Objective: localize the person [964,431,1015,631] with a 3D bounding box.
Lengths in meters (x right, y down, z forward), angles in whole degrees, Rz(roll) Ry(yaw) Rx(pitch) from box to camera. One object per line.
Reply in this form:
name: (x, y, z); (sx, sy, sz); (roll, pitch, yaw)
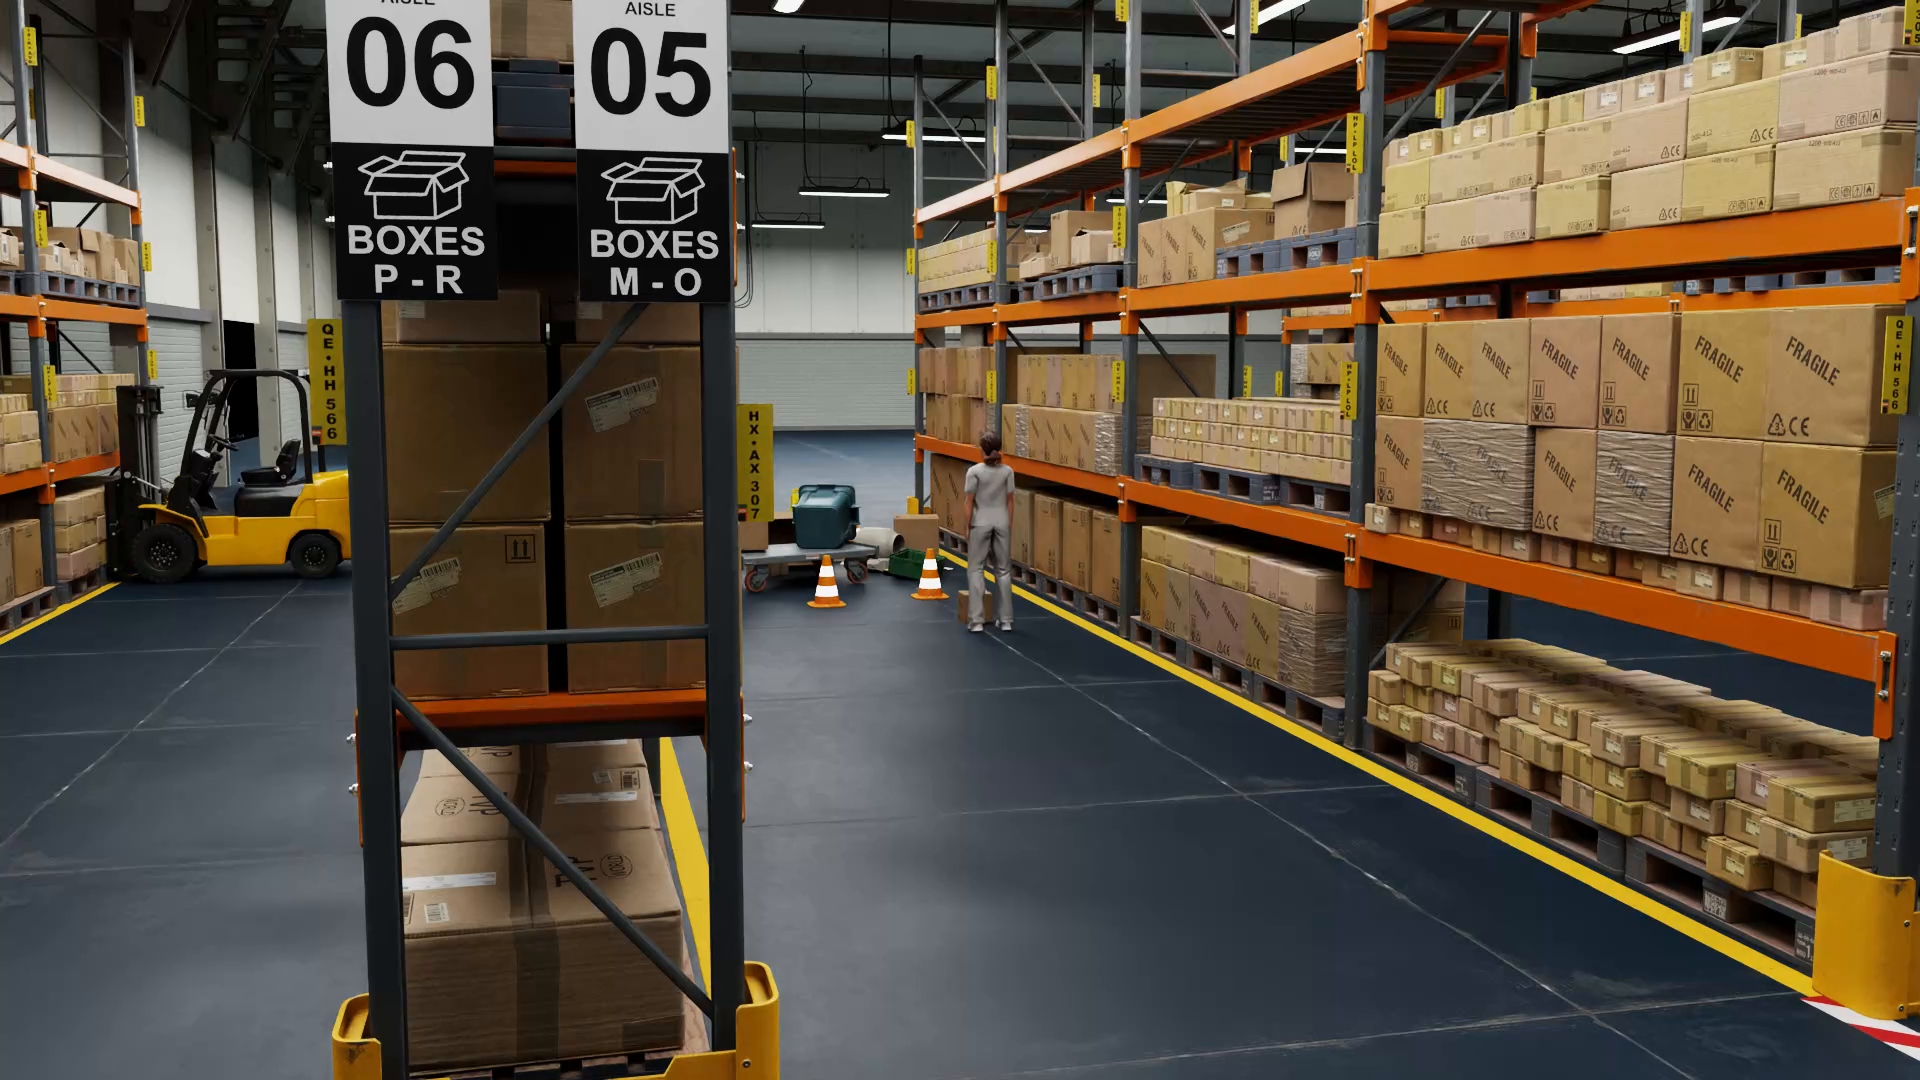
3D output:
person: (0.245, -0.074, 13.868); (0.436, 1.668, 0.359); (-1, 6, -13)
